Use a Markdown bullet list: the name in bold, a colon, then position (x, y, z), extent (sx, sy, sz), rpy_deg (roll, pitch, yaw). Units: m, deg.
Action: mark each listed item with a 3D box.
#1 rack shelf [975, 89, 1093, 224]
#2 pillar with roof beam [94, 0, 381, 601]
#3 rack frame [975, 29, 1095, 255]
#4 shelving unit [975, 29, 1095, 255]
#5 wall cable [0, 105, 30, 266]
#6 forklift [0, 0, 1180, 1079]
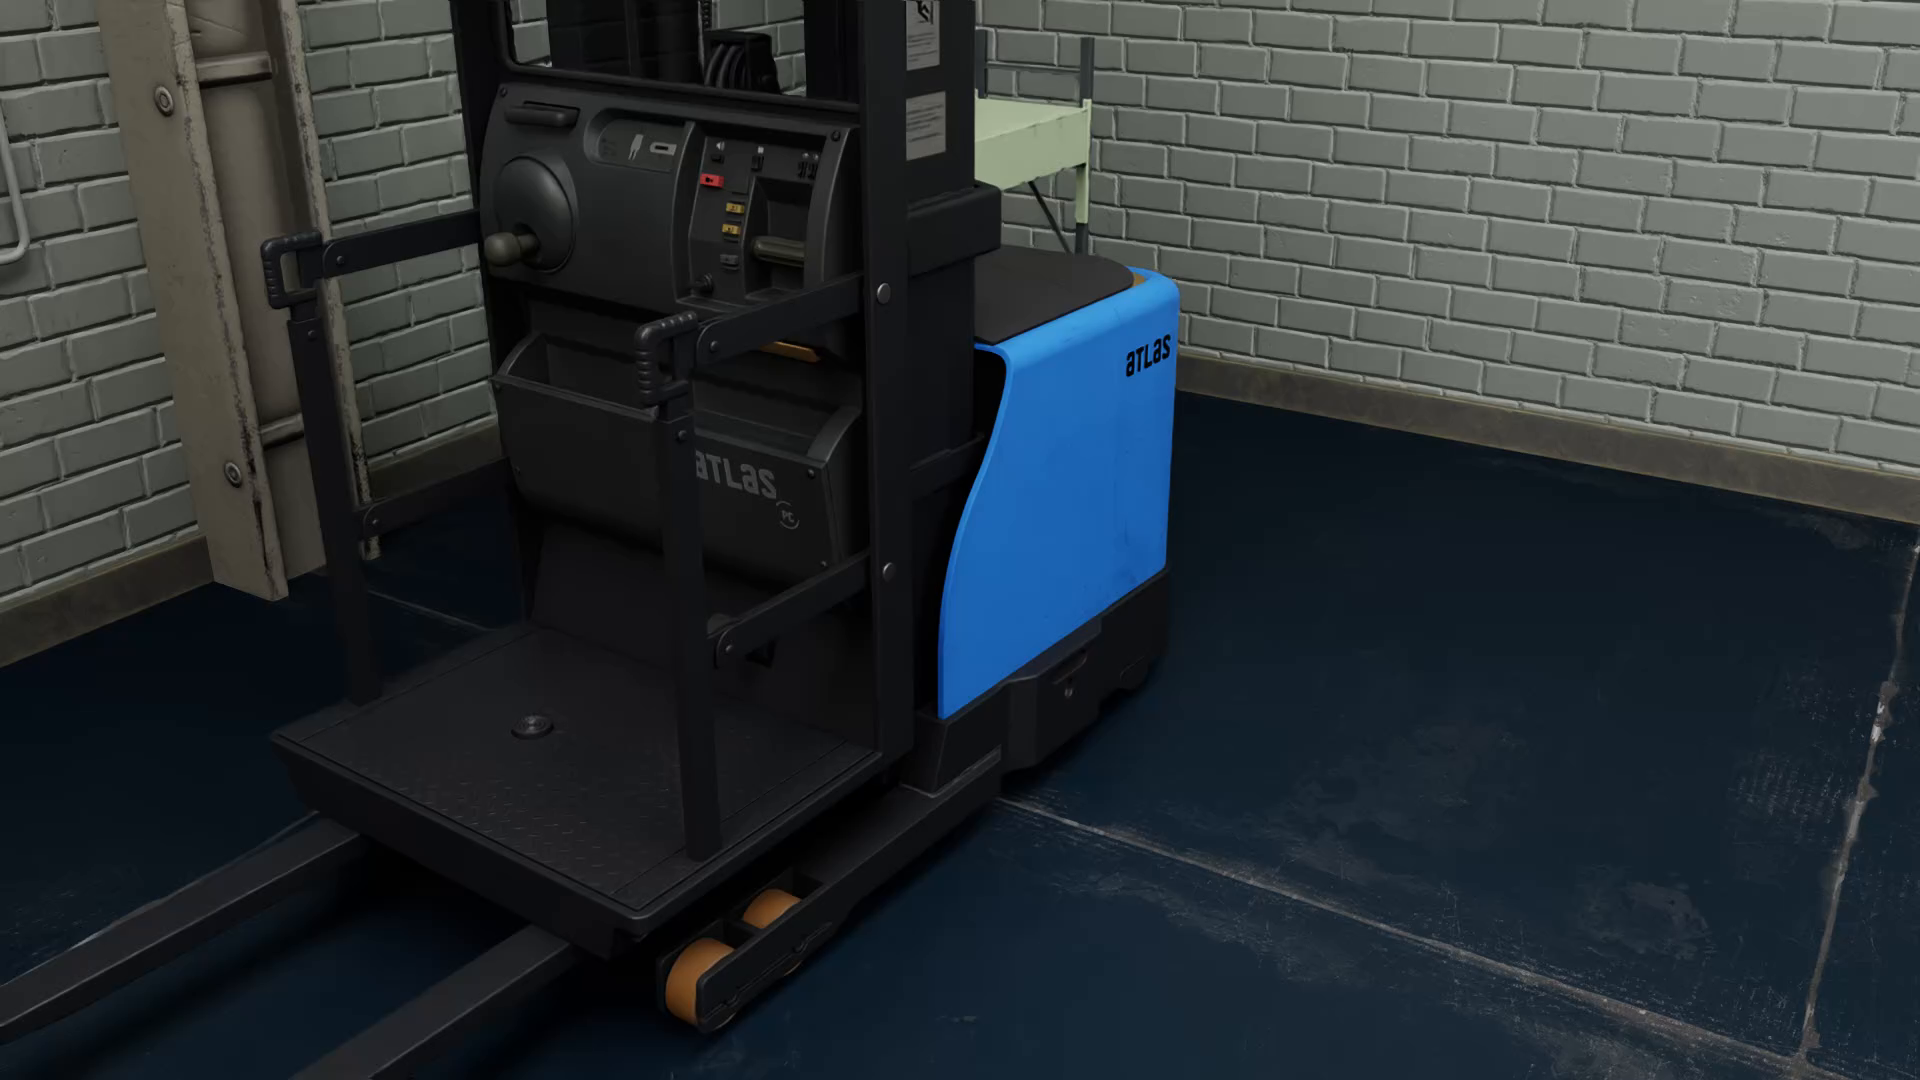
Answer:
- **rack shelf**: position (0.027, -1.062, 4.832), extent (0.431, 0.370, 0.720), rpy_deg (14, 27, 29)
- **pillar with roof beam**: position (1.636, -3.147, 1.193), extent (9.100, 9.000, 0.400), rpy_deg (14, 27, 29)
- **rack frame**: position (0.221, -0.827, 5.272), extent (0.400, 1.500, 0.023), rpy_deg (14, 27, 29)
- **shelving unit**: position (0.027, -0.704, 4.987), extent (0.431, 1.500, 0.755), rpy_deg (14, 27, 29)
- **wall cable**: position (-2.839, -1.301, 3.200), extent (0.084, 1.984, 1.851), rpy_deg (14, 27, 29)
- **forklift**: position (-0.714, -0.644, 3.047), extent (1.130, 2.935, 3.031), rpy_deg (16, 28, 32)
